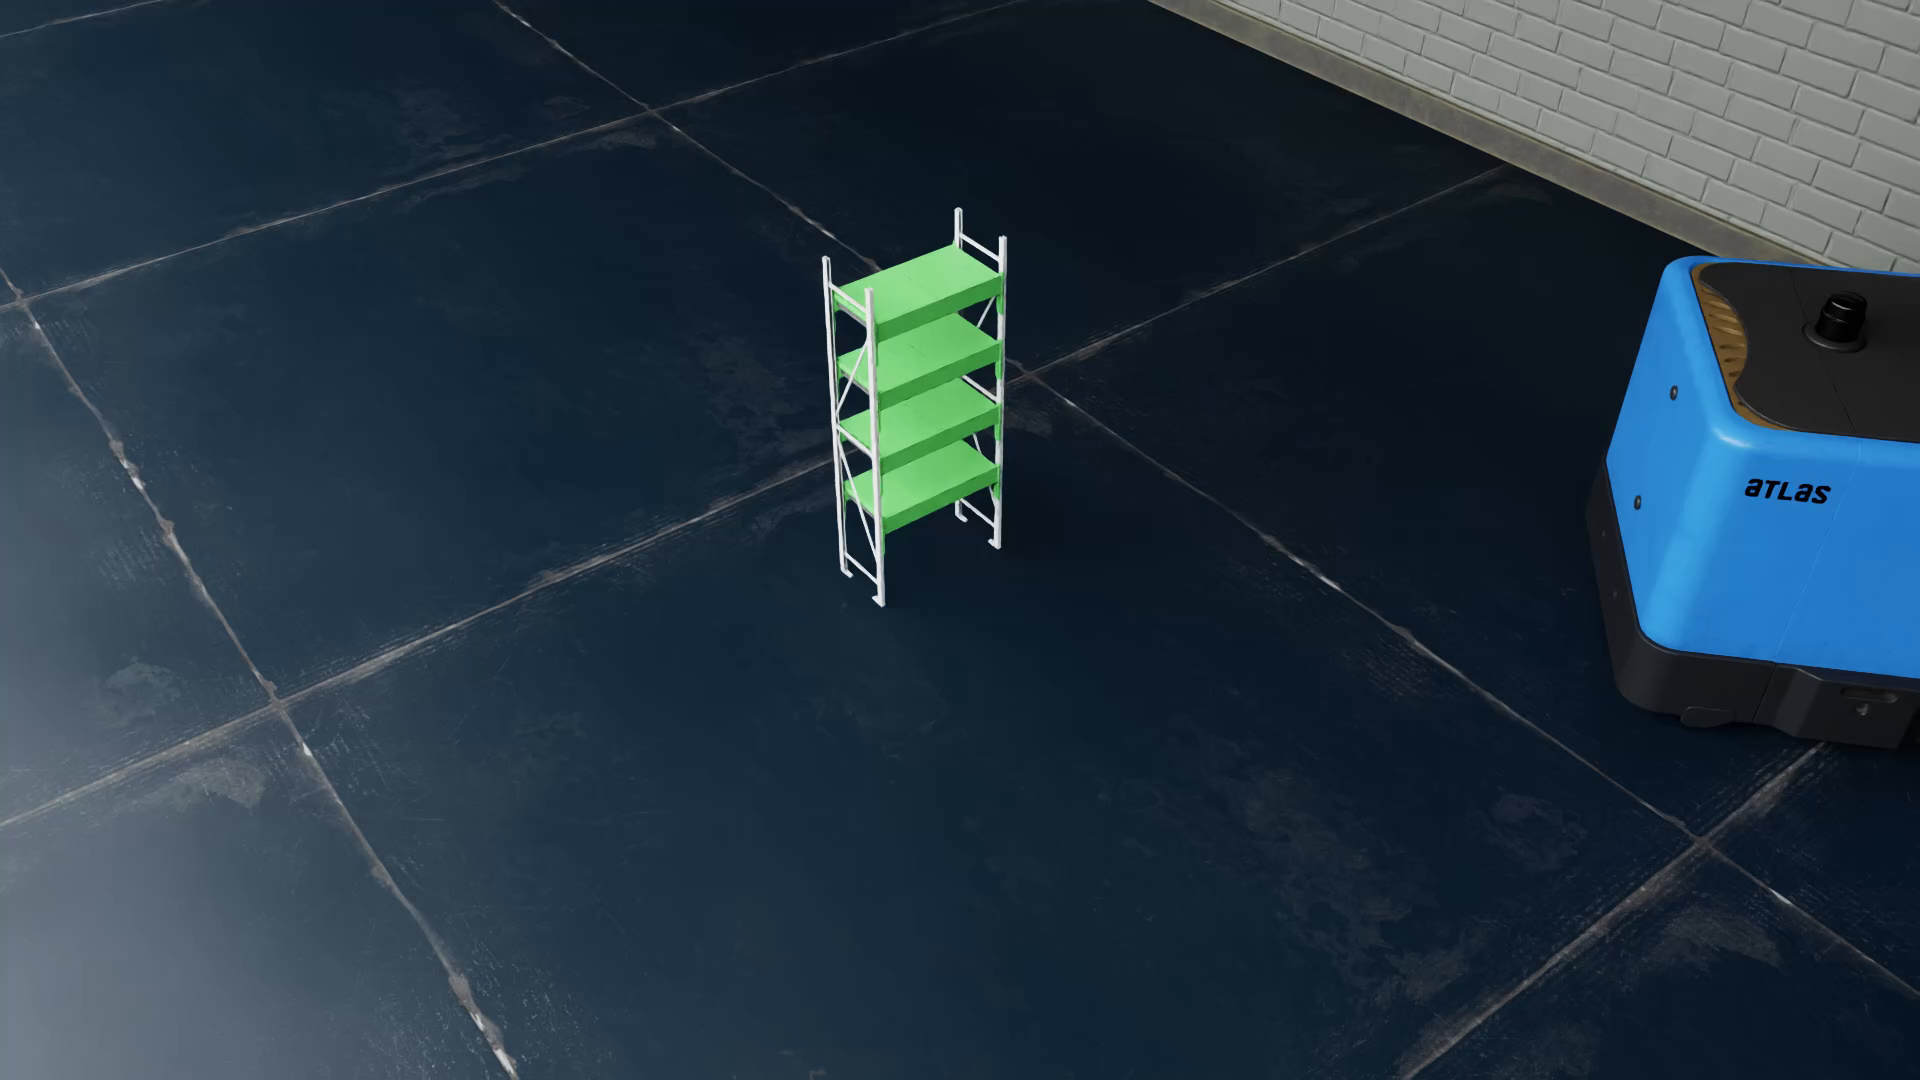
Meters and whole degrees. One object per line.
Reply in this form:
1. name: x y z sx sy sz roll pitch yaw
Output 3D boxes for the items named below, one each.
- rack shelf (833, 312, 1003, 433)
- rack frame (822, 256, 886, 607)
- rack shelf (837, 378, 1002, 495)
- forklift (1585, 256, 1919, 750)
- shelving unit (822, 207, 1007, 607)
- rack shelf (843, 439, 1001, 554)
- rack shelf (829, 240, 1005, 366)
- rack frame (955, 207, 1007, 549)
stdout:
1. rack shelf: -0.131 -0.536 5.180 0.480 0.148 0.258 -26 46 -28
2. rack frame: -0.325 -0.306 5.177 0.015 1.200 0.240 -26 46 -28
3. rack shelf: -0.131 -0.351 5.332 0.480 0.148 0.258 -26 46 -28
4. forklift: 3.574 -0.730 4.329 3.031 2.935 1.130 6 40 8
5. shelving unit: -0.131 -0.400 5.291 0.503 1.200 0.258 -26 46 -28
6. rack shelf: -0.131 -0.165 5.484 0.480 0.148 0.258 -26 46 -28
7. rack shelf: -0.131 -0.722 5.028 0.480 0.148 0.258 -26 46 -28
8. rack frame: 0.062 -0.494 5.406 0.015 1.200 0.240 -26 46 -28
